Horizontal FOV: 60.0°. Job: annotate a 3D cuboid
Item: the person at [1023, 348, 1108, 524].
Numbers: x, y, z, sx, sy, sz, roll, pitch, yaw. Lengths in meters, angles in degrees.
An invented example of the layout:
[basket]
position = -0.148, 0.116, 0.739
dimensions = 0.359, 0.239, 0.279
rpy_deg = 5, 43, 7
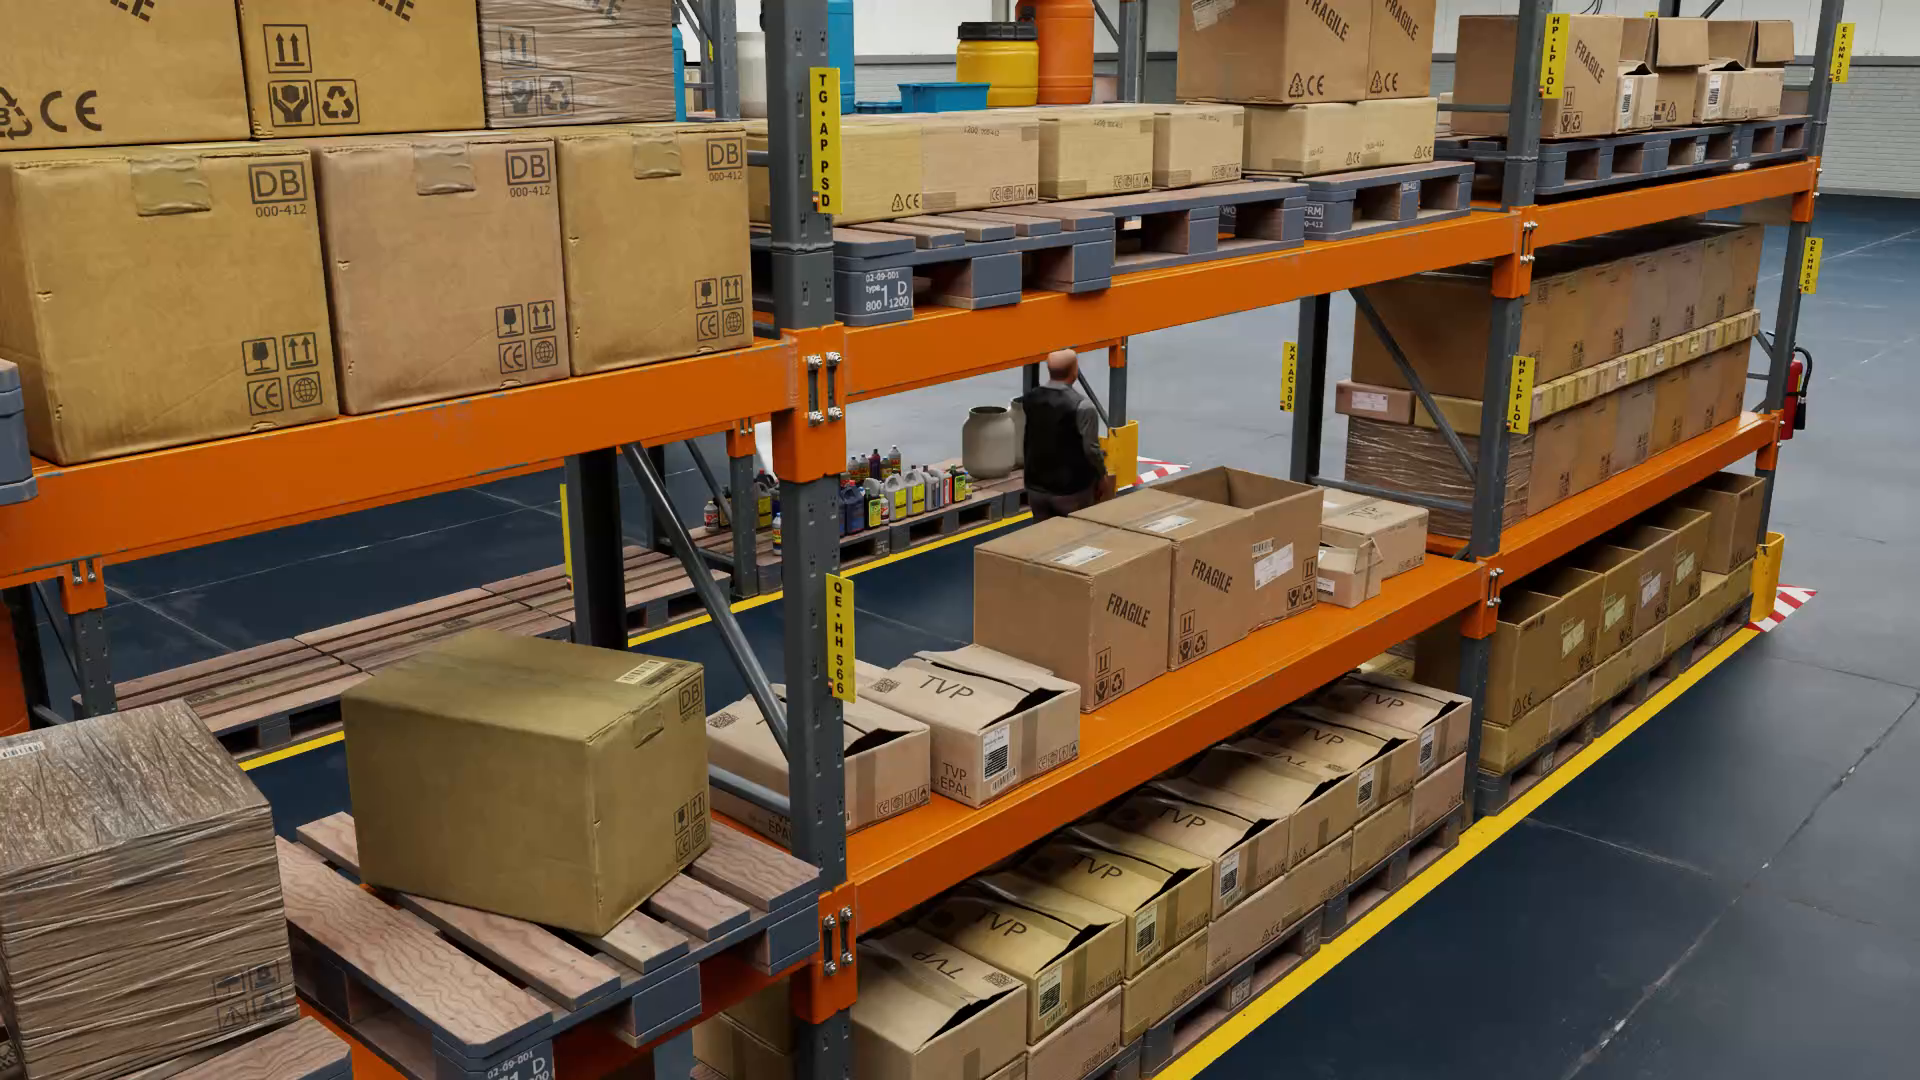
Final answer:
[person]
position = 0.627, -0.322, 10.140
dimensions = 0.546, 1.728, 0.470
rpy_deg = 14, 22, 39
